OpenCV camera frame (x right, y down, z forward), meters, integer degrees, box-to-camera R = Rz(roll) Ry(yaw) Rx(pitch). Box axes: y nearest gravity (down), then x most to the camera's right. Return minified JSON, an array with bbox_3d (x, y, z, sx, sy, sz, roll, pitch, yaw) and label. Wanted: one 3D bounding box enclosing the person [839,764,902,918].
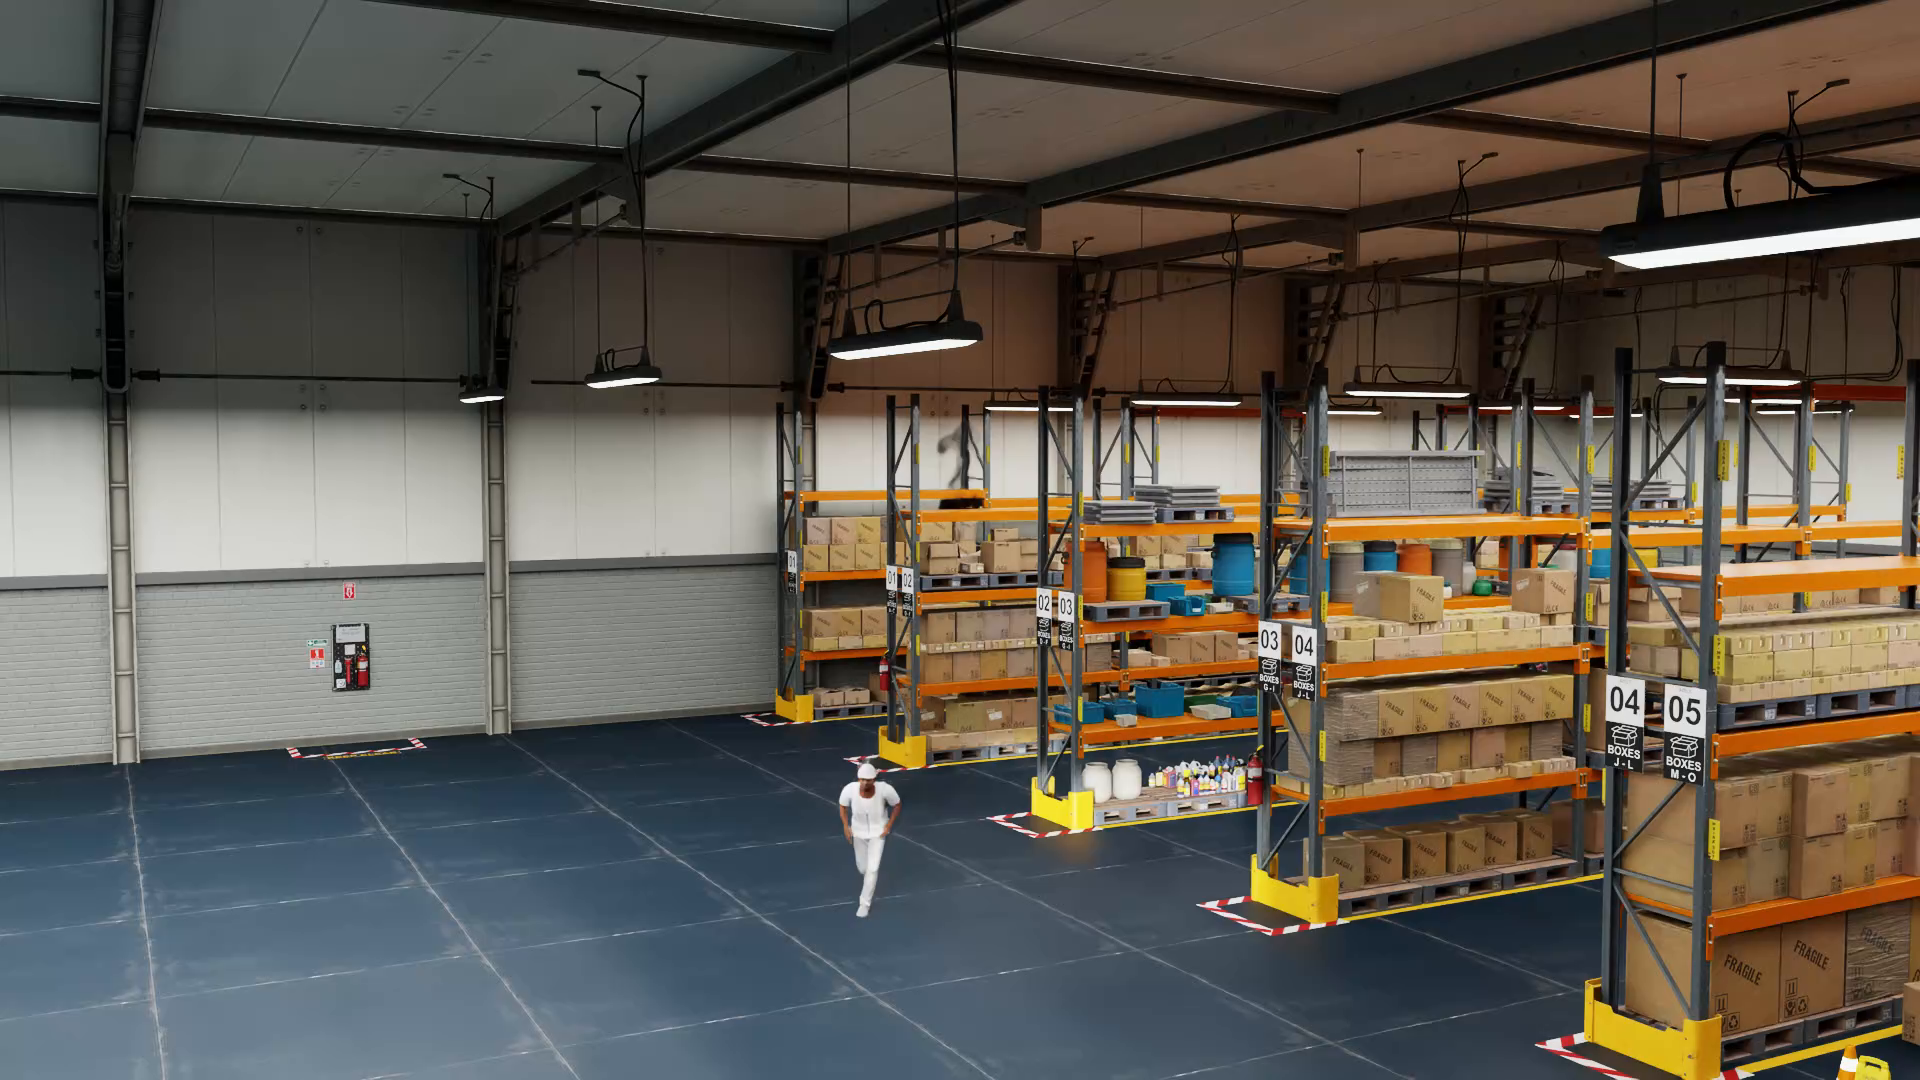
[{"bbox_3d":[-0.996,3.291,18.547,0.701,1.708,0.943,0,3,-1],"label":"person"}]
